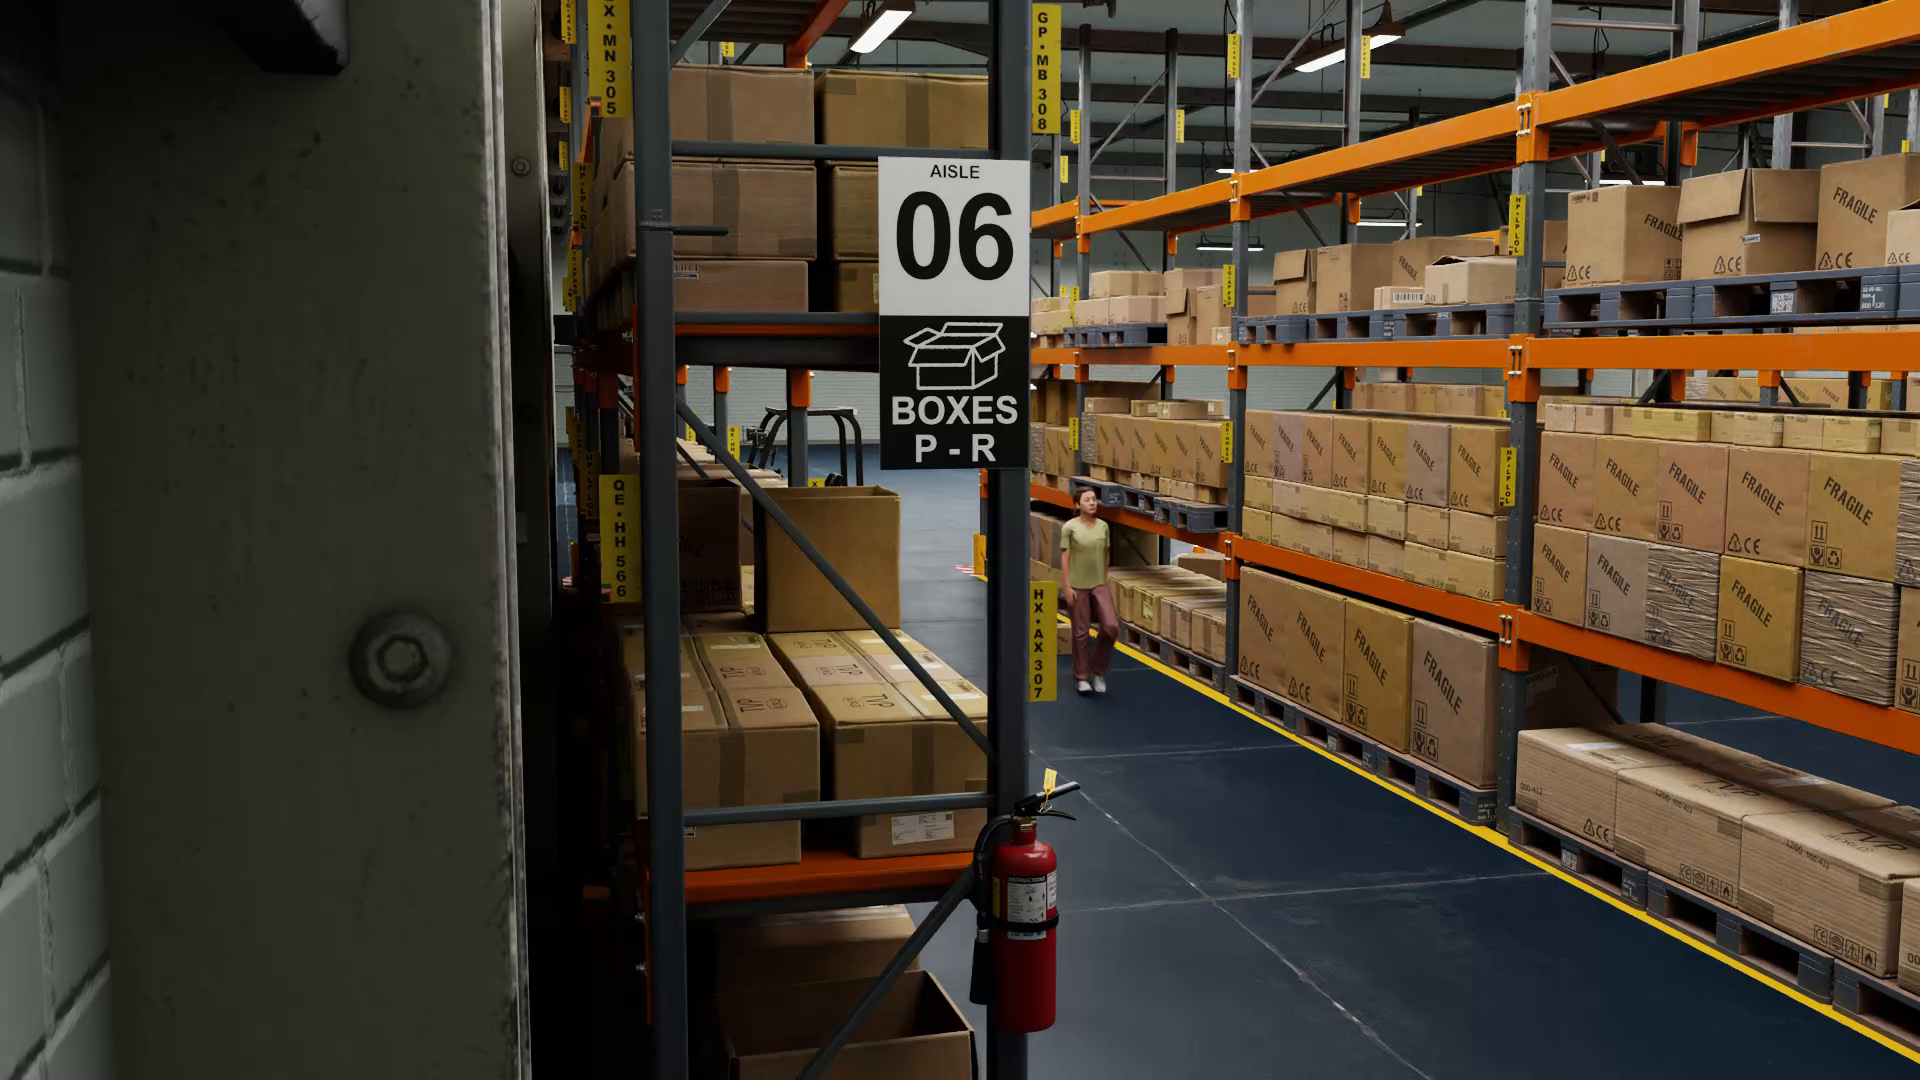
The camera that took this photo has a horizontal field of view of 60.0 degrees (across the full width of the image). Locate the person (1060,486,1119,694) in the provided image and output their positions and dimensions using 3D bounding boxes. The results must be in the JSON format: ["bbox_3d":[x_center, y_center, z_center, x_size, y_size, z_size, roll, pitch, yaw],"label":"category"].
[{"bbox_3d":[1.025,0.406,13.315,0.441,1.676,0.465,-1,6,-12],"label":"person"}]
